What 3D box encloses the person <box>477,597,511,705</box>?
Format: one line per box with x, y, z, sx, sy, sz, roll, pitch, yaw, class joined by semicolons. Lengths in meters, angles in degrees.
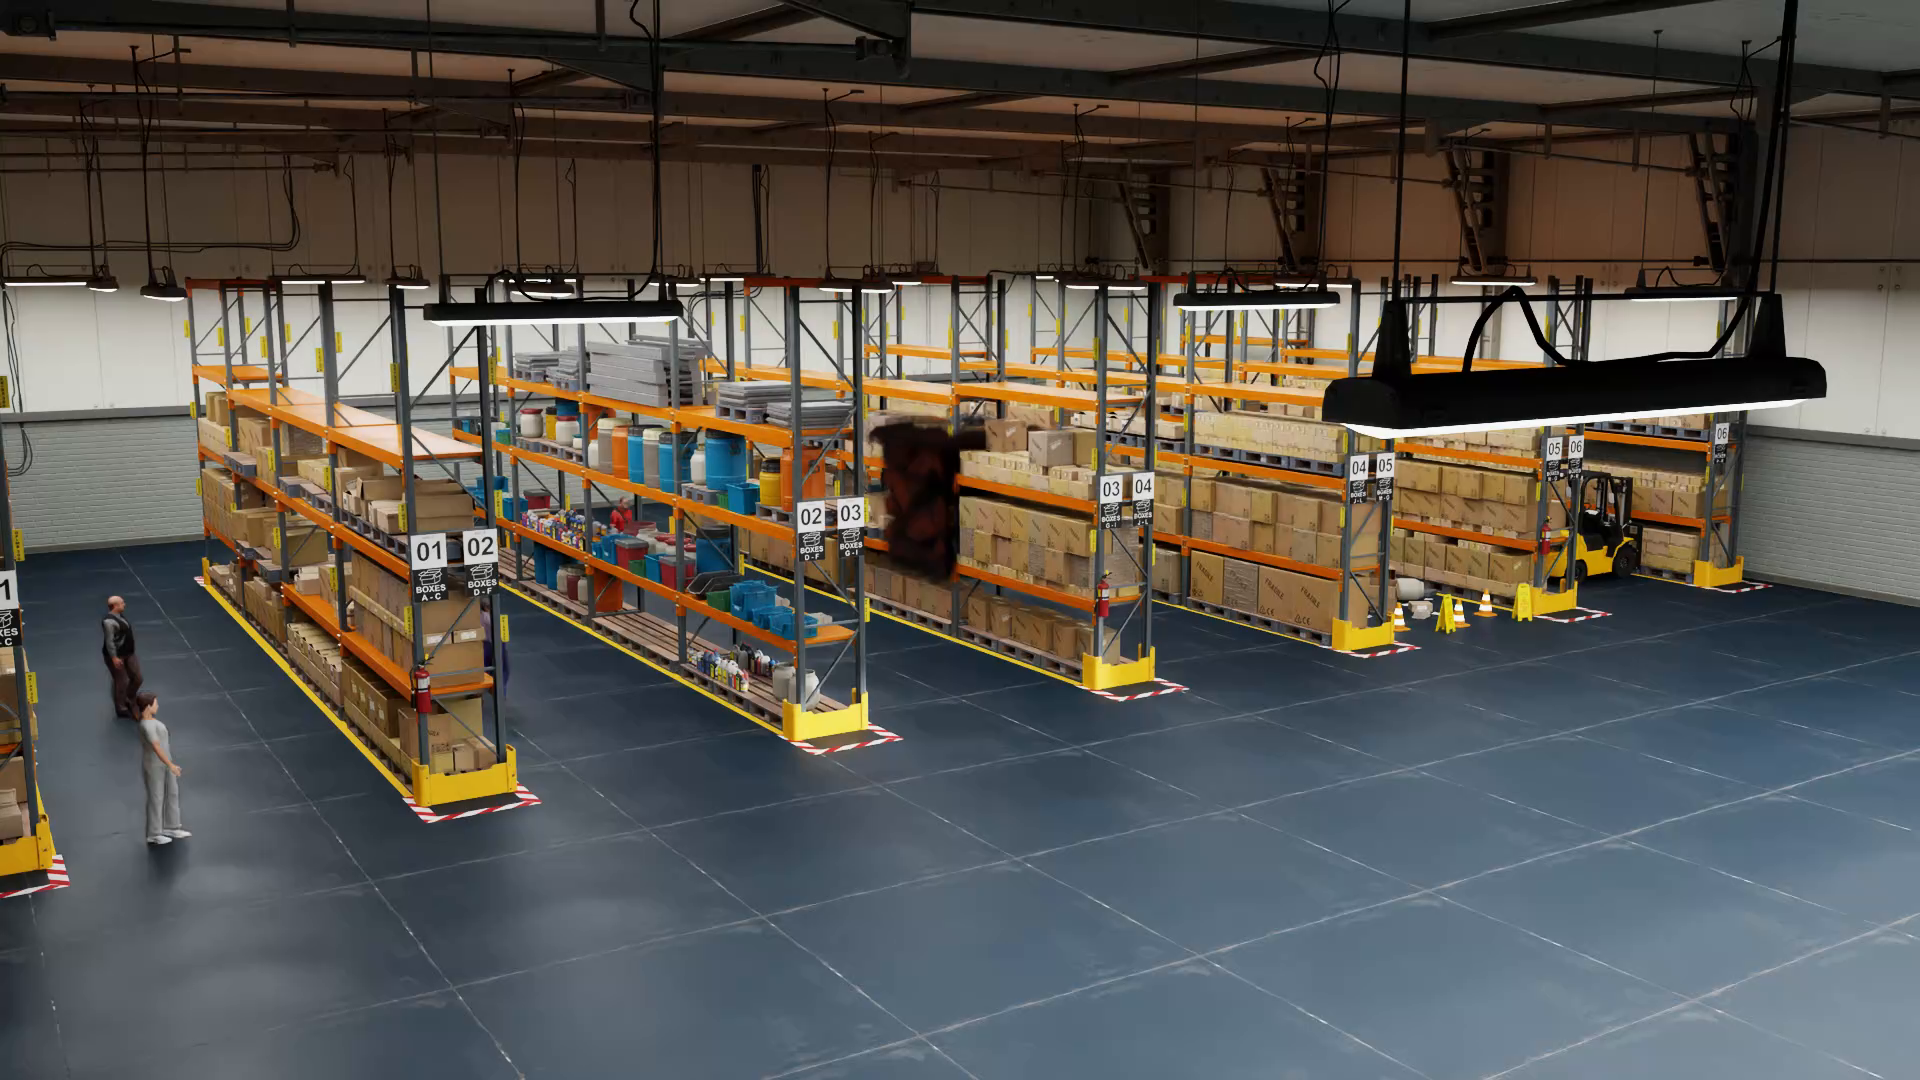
-6.693;1.584;23.849;0.451;1.596;0.601;3;10;19;person

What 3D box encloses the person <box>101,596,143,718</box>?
-11.734;1.635;23.224;0.419;1.737;0.569;2;10;9;person

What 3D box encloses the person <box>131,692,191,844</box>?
-8.753;2.496;18.219;0.506;1.709;0.483;-1;10;-6;person

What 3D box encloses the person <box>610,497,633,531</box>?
-6.724;-0.023;33.083;0.546;1.685;0.991;-9;13;-43;person
